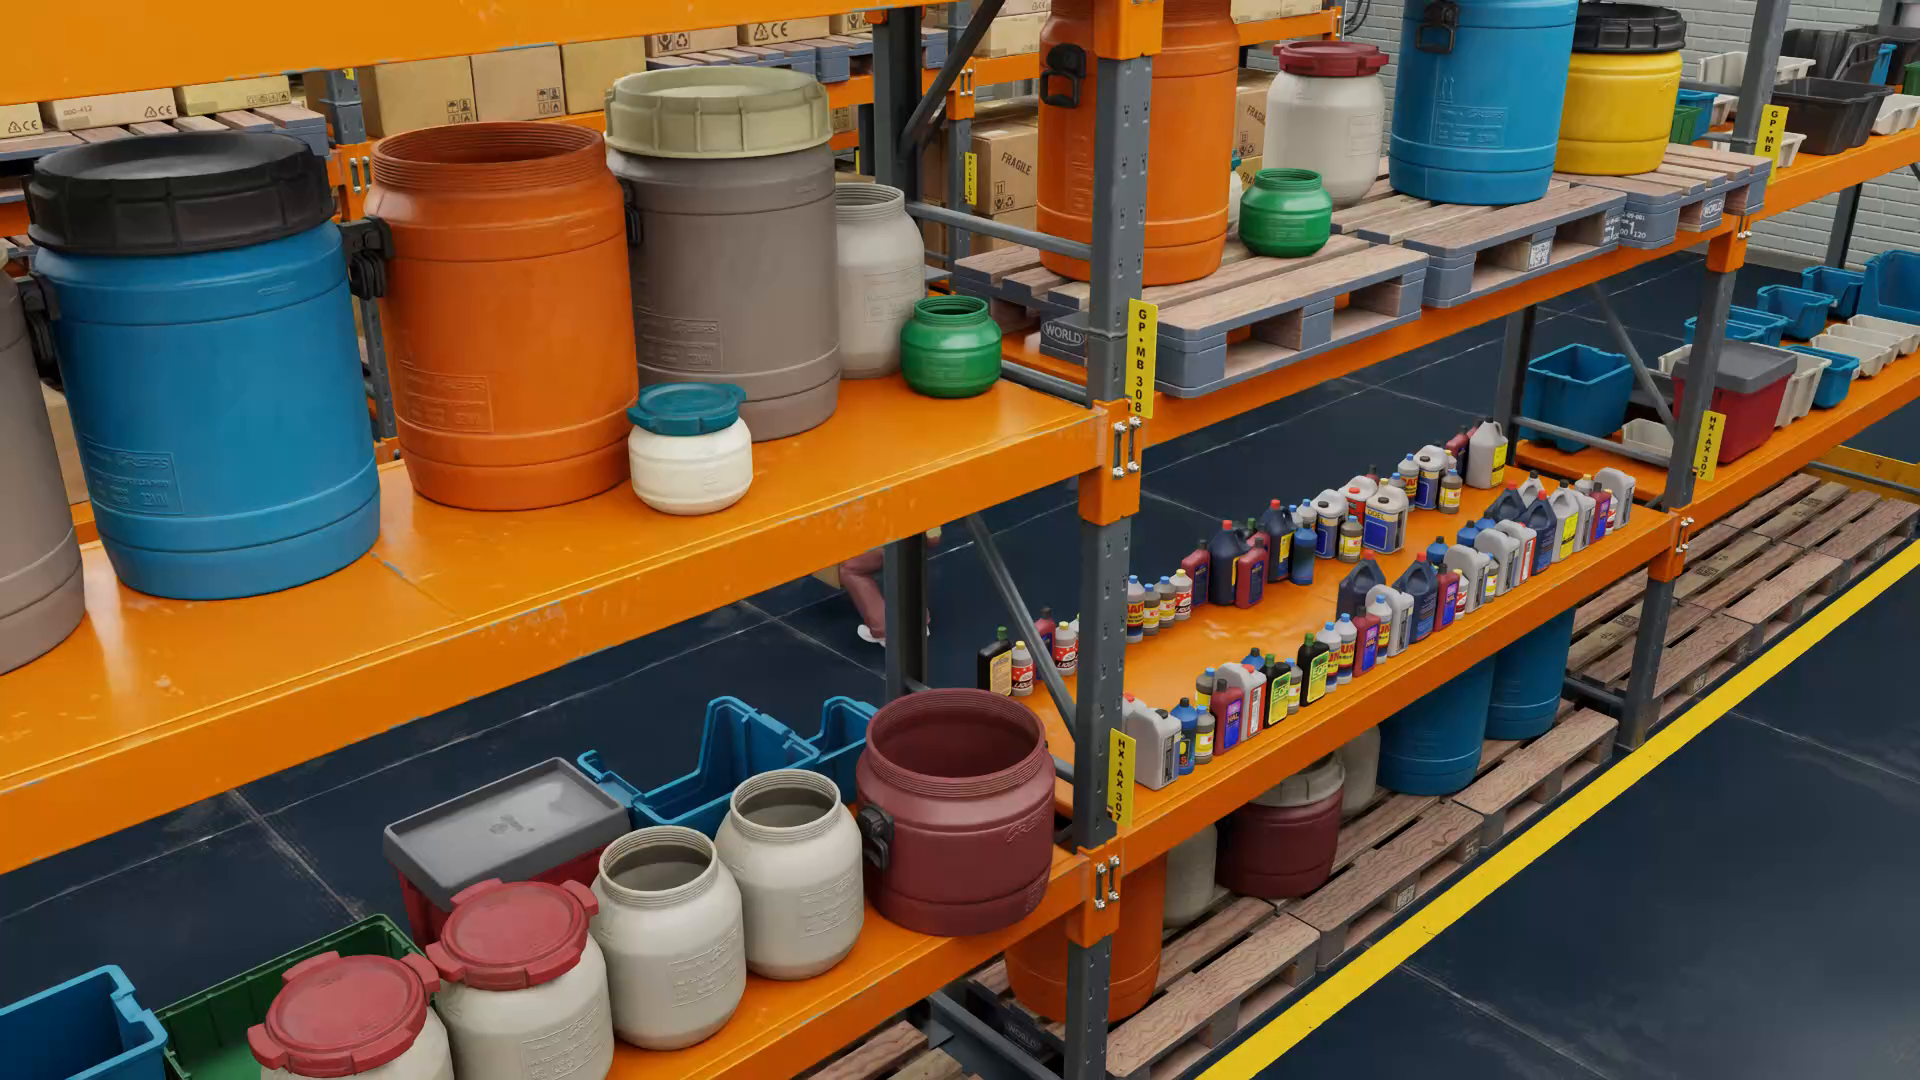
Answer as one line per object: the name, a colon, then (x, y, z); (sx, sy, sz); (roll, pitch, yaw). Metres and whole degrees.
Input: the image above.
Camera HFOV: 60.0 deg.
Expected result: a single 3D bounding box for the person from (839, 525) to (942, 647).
person: (-0.439, -0.049, 9.199); (0.512, 1.278, 0.693); (-21, 32, -38)
